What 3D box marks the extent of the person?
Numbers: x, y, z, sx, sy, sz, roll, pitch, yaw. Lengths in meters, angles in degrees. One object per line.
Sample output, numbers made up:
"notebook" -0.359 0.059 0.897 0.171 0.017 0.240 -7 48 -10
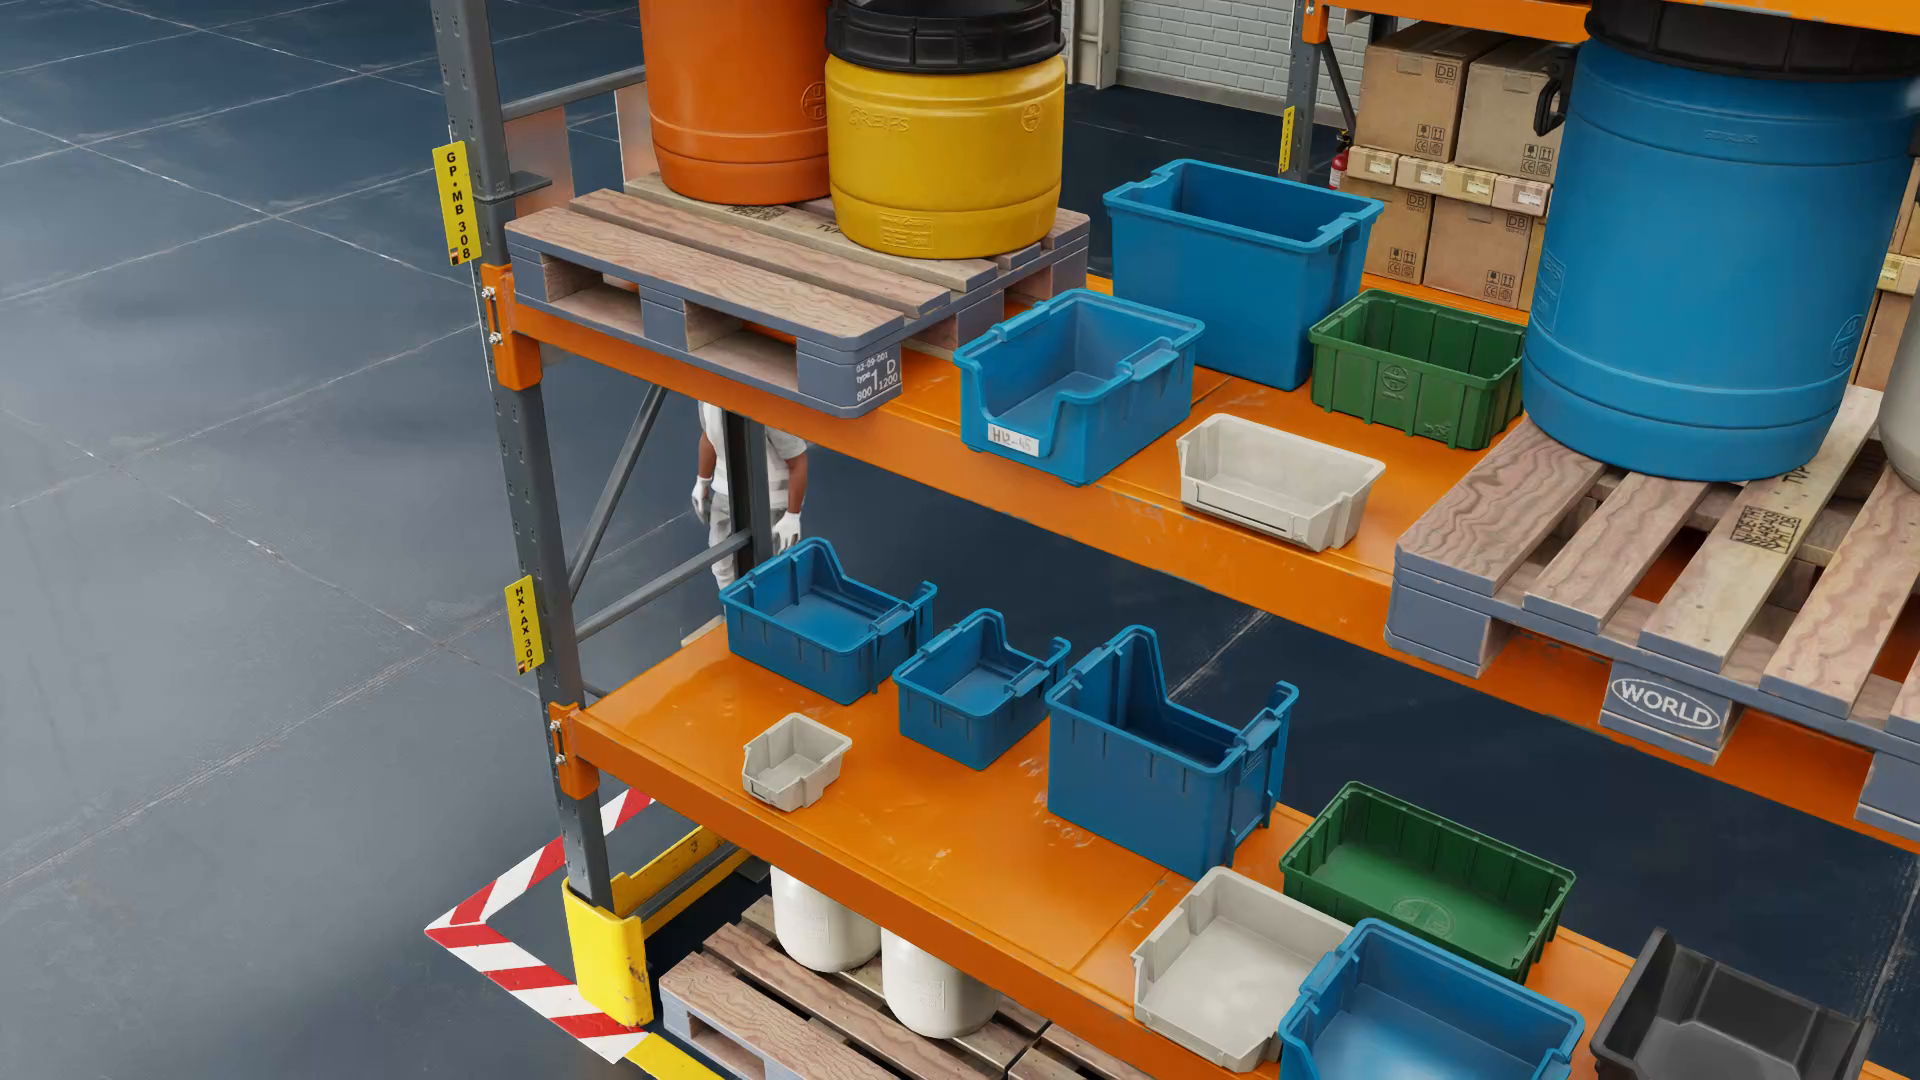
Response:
"person" -0.936 -0.165 7.400 0.603 1.774 0.446 21 37 31
